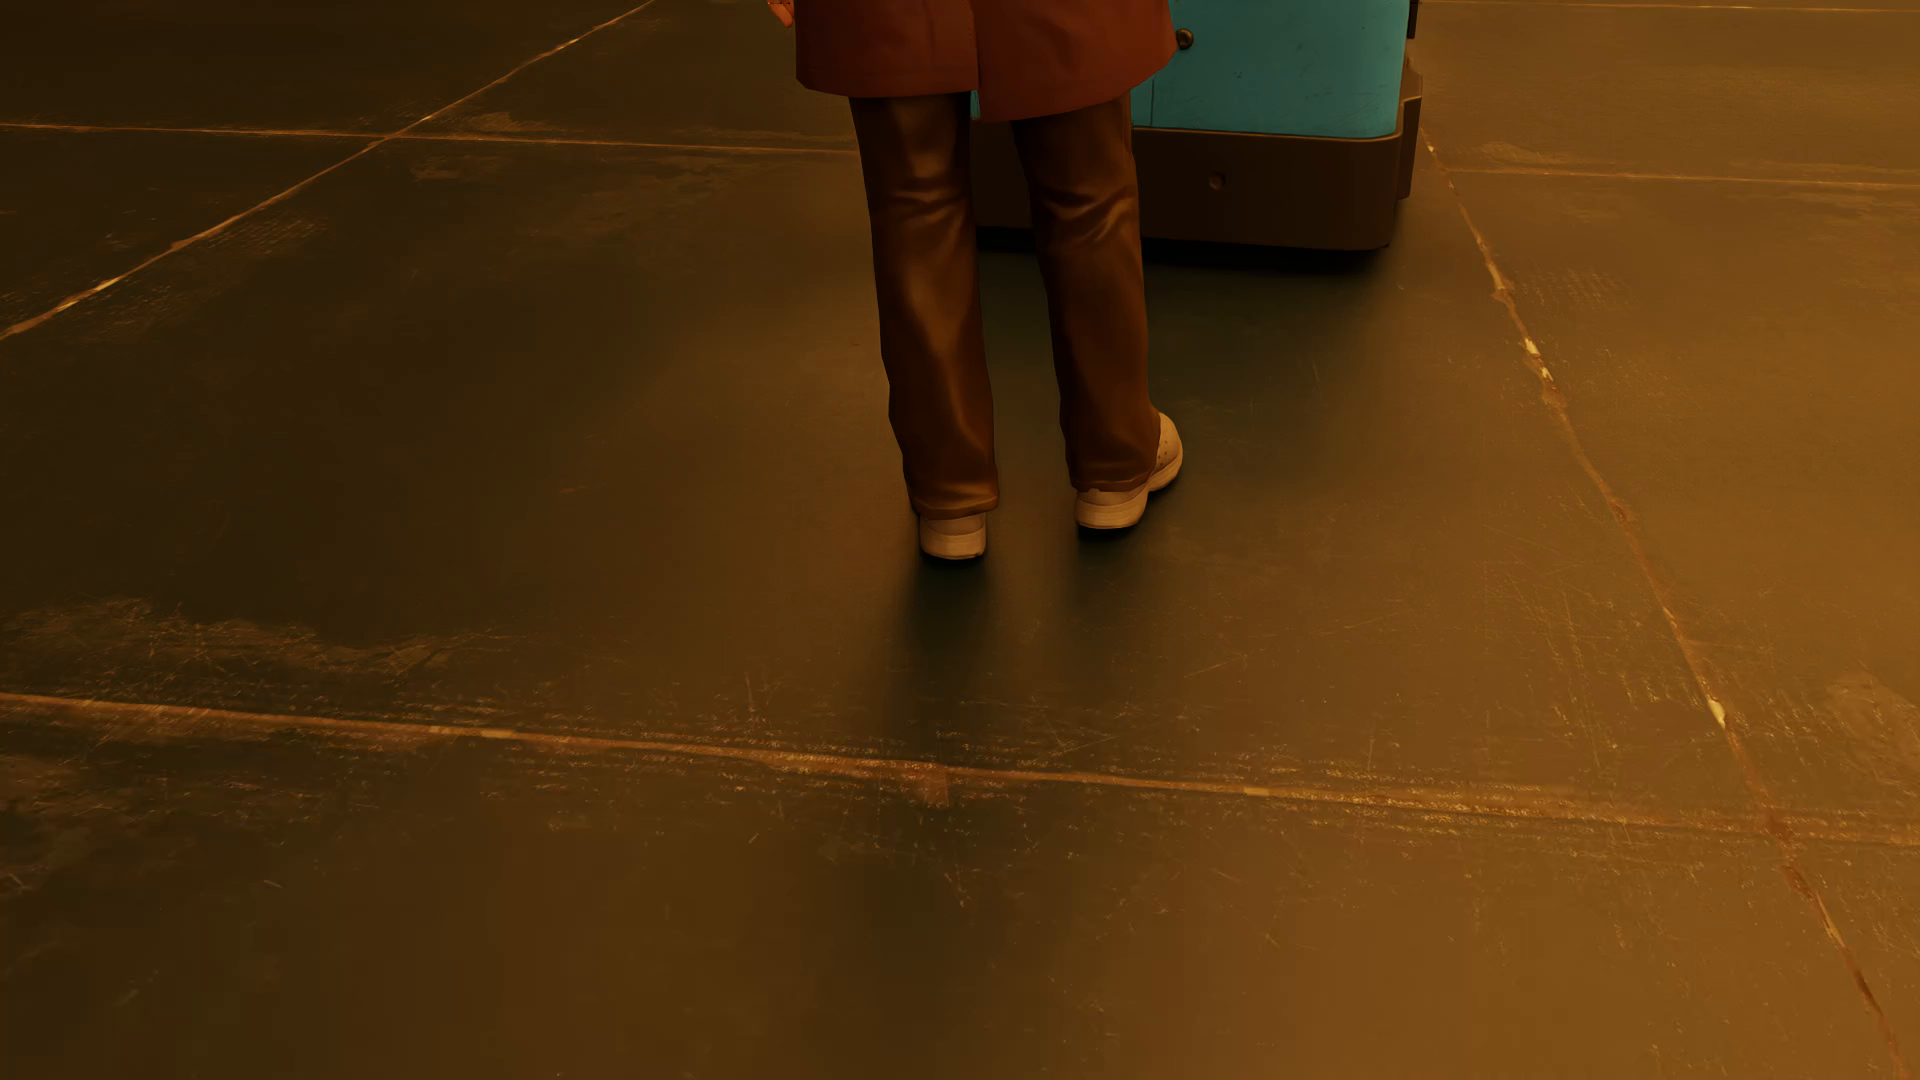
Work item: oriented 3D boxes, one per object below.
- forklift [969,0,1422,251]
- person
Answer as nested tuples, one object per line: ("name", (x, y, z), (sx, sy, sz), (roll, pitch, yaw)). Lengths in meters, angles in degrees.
("forklift", (0.780, -2.571, 4.371), (1.130, 2.935, 3.031), (6, 27, 13))
("person", (0.016, -0.842, 2.181), (0.696, 1.778, 0.579), (3, 27, 7))
